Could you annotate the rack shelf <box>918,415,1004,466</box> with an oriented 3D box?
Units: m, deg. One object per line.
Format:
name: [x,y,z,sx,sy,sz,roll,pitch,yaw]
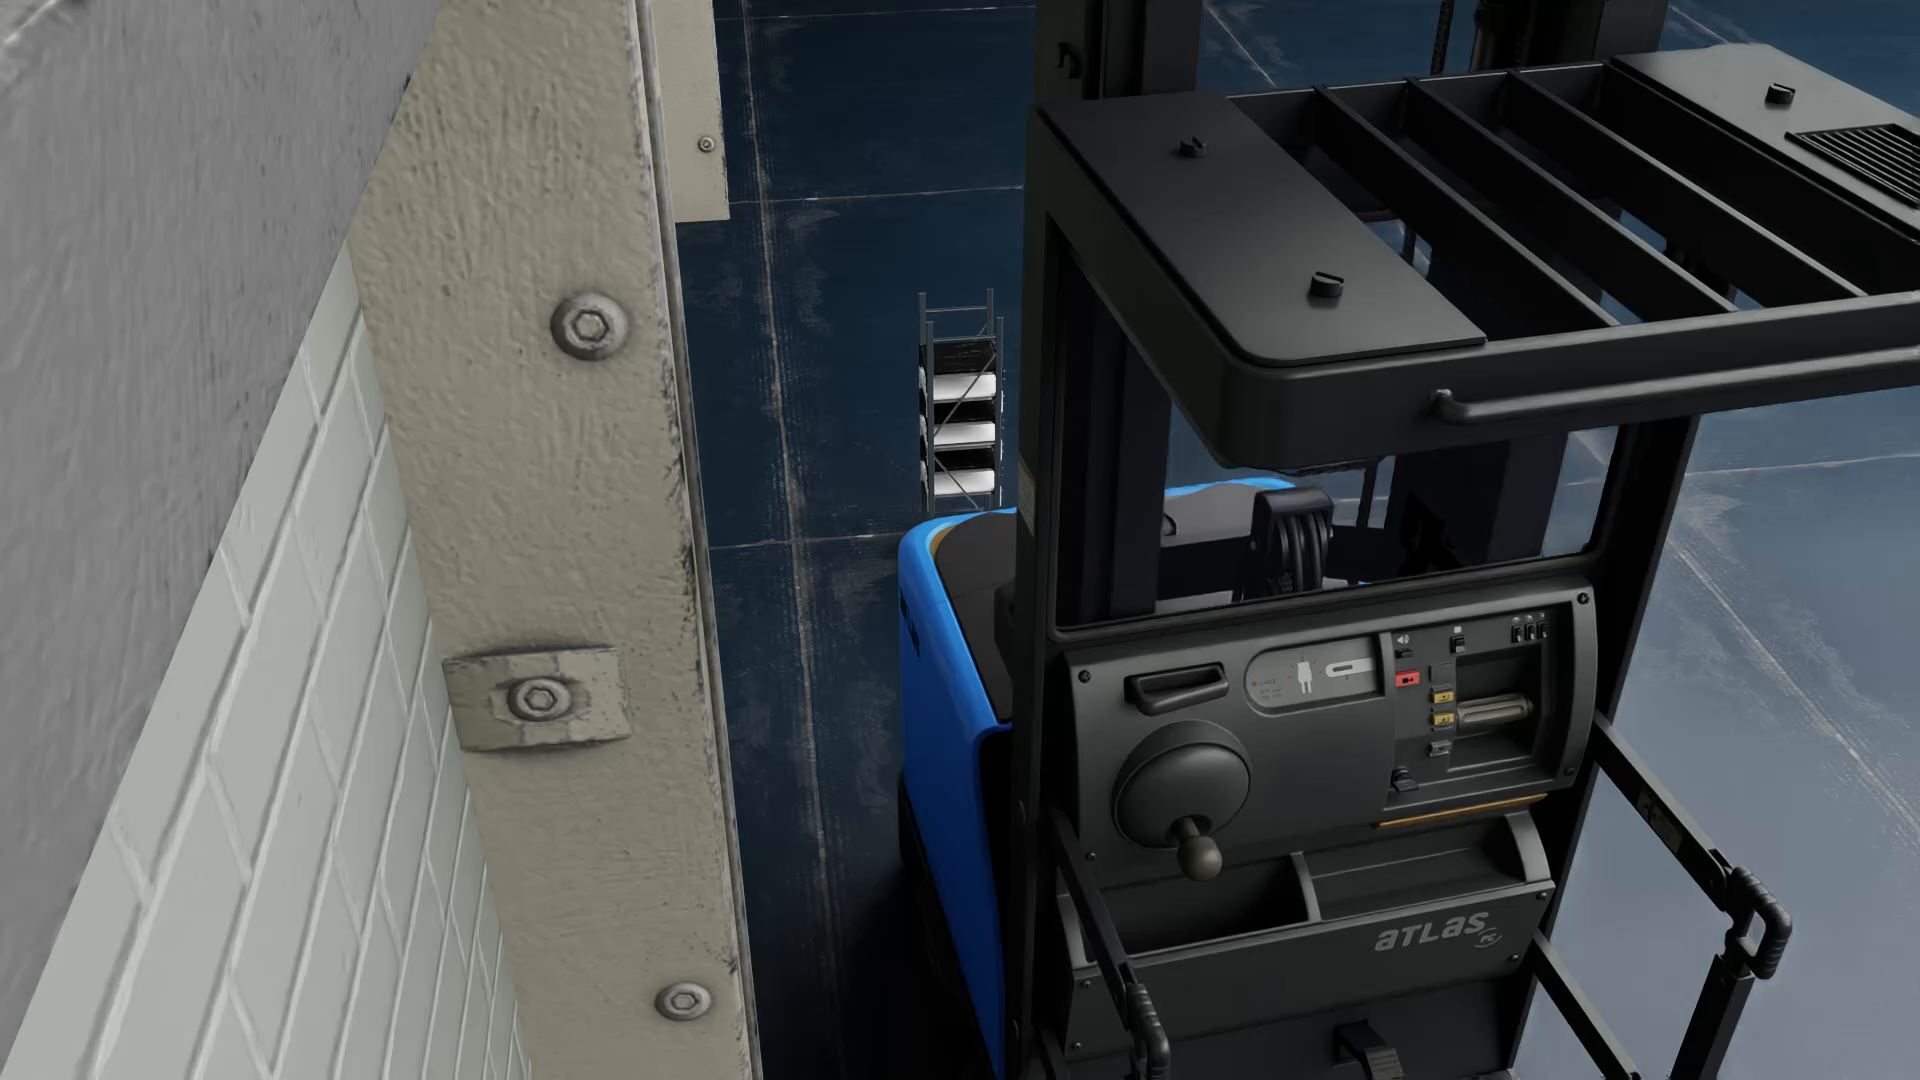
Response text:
rack shelf: [0.001,-0.340,5.509,0.258,0.077,0.200,-4,35,-6]

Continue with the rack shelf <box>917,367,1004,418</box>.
rack shelf: [0.001,-0.489,5.407,0.258,0.077,0.200,-4,35,-6]

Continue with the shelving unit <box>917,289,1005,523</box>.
shelving unit: [0.001,-0.367,5.490,0.258,0.900,0.210,-4,35,-6]

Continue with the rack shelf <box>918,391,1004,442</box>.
rack shelf: [0.001,-0.414,5.458,0.258,0.077,0.200,-4,35,-6]

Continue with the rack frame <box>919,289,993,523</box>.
rack frame: [-0.013,-0.424,5.573,0.240,0.900,0.006,-4,35,-6]

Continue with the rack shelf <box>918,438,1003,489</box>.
rack shelf: [0.001,-0.265,5.559,0.258,0.077,0.200,-4,35,-6]

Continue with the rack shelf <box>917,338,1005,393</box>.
rack shelf: [0.001,-0.563,5.357,0.258,0.077,0.200,-4,35,-6]

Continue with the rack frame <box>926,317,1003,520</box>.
rack frame: [0.015,-0.311,5.407,0.240,0.900,0.006,-4,35,-6]

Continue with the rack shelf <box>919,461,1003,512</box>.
rack shelf: [0.001,-0.191,5.610,0.258,0.077,0.200,-4,35,-6]

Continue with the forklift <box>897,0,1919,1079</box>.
forklift: [0.684,0.374,2.598,1.130,2.935,3.031,-8,35,-11]

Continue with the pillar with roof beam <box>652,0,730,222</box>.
pillar with roof beam: [2.975,-5.690,6.108,9.100,9.000,0.400,-4,35,-6]
